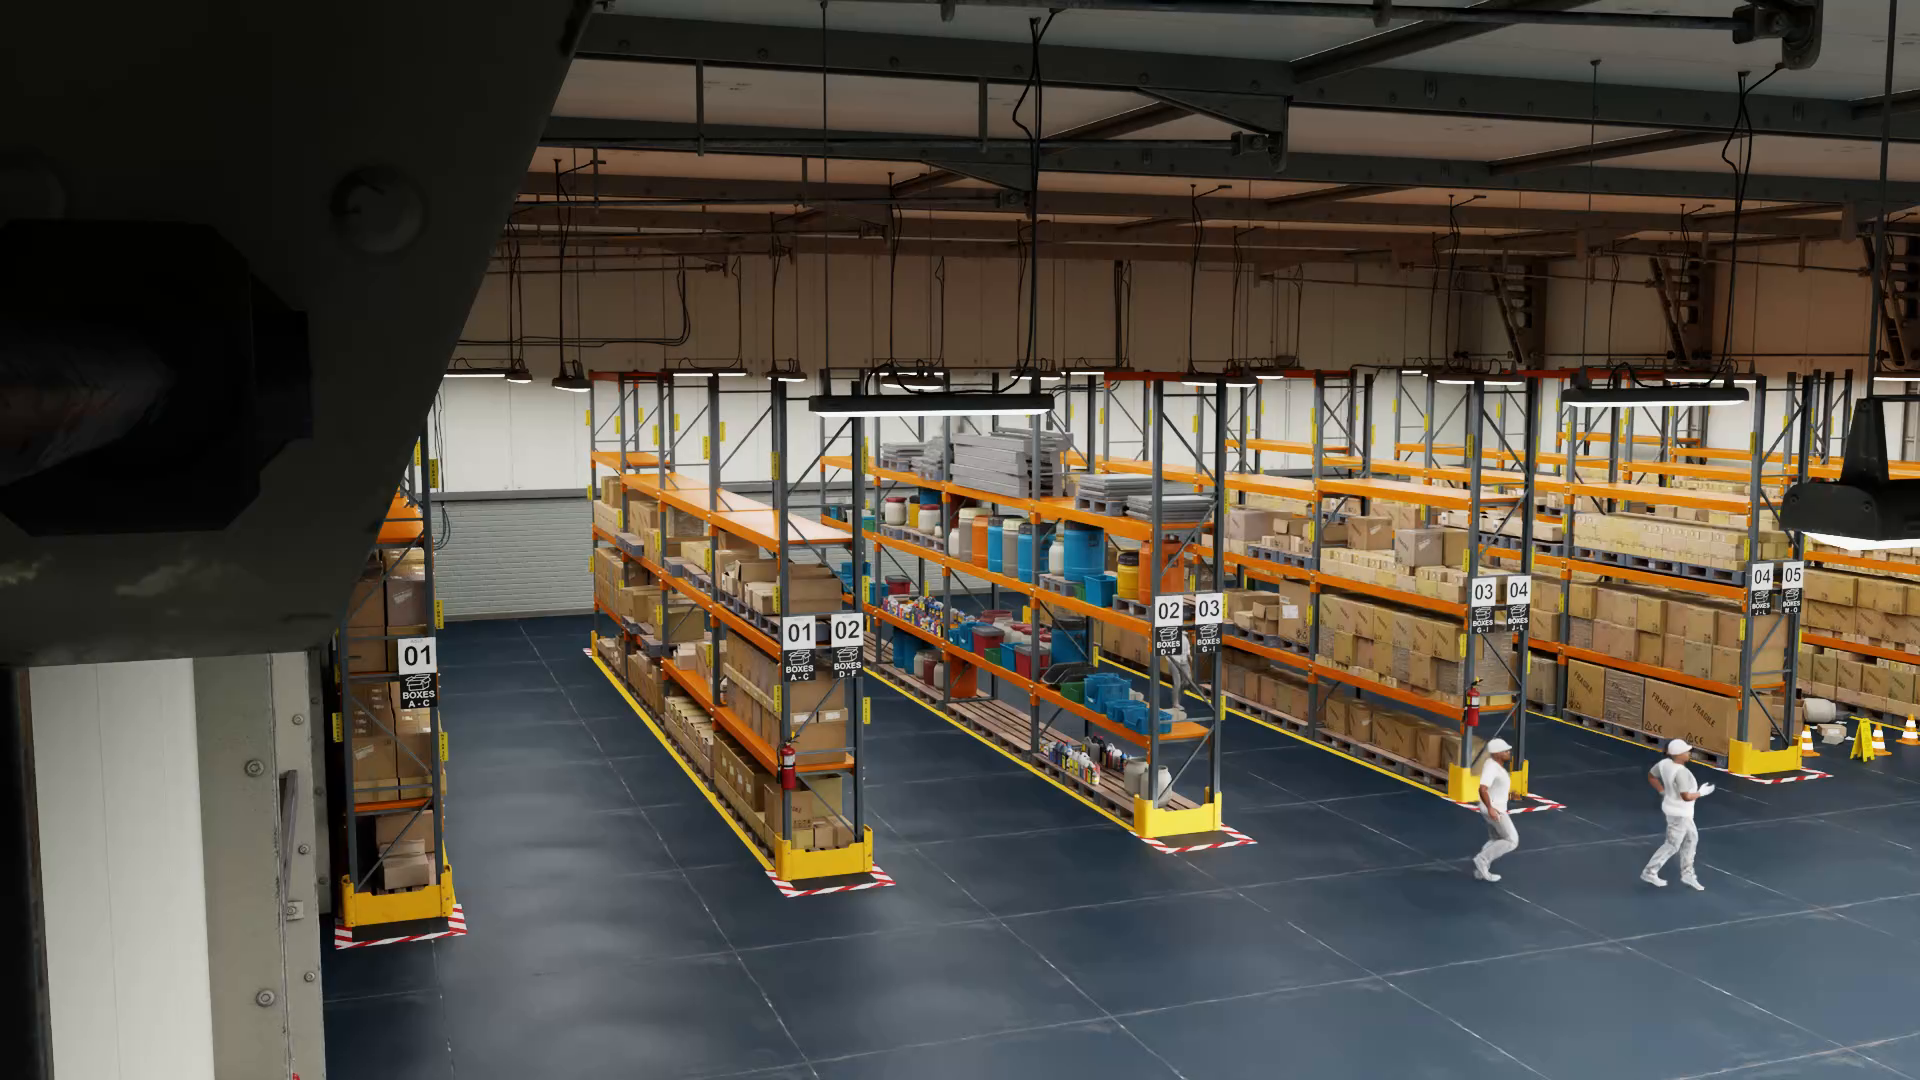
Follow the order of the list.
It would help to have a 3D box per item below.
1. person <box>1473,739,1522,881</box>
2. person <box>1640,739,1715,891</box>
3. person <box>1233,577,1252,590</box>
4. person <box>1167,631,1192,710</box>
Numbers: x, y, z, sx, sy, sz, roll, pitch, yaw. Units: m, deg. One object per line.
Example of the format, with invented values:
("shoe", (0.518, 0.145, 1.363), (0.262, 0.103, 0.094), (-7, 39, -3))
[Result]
("person", (6.472, 3.243, 19.990), (0.570, 1.730, 0.707), (1, 7, 11))
("person", (8.446, 3.252, 19.590), (0.763, 1.835, 0.657), (1, 7, 12))
("person", (7.099, 0.818, 41.507), (0.752, 1.787, 0.723), (1, 7, 13))
("person", (3.725, 2.067, 28.223), (0.592, 1.666, 0.501), (-3, 7, -26))
